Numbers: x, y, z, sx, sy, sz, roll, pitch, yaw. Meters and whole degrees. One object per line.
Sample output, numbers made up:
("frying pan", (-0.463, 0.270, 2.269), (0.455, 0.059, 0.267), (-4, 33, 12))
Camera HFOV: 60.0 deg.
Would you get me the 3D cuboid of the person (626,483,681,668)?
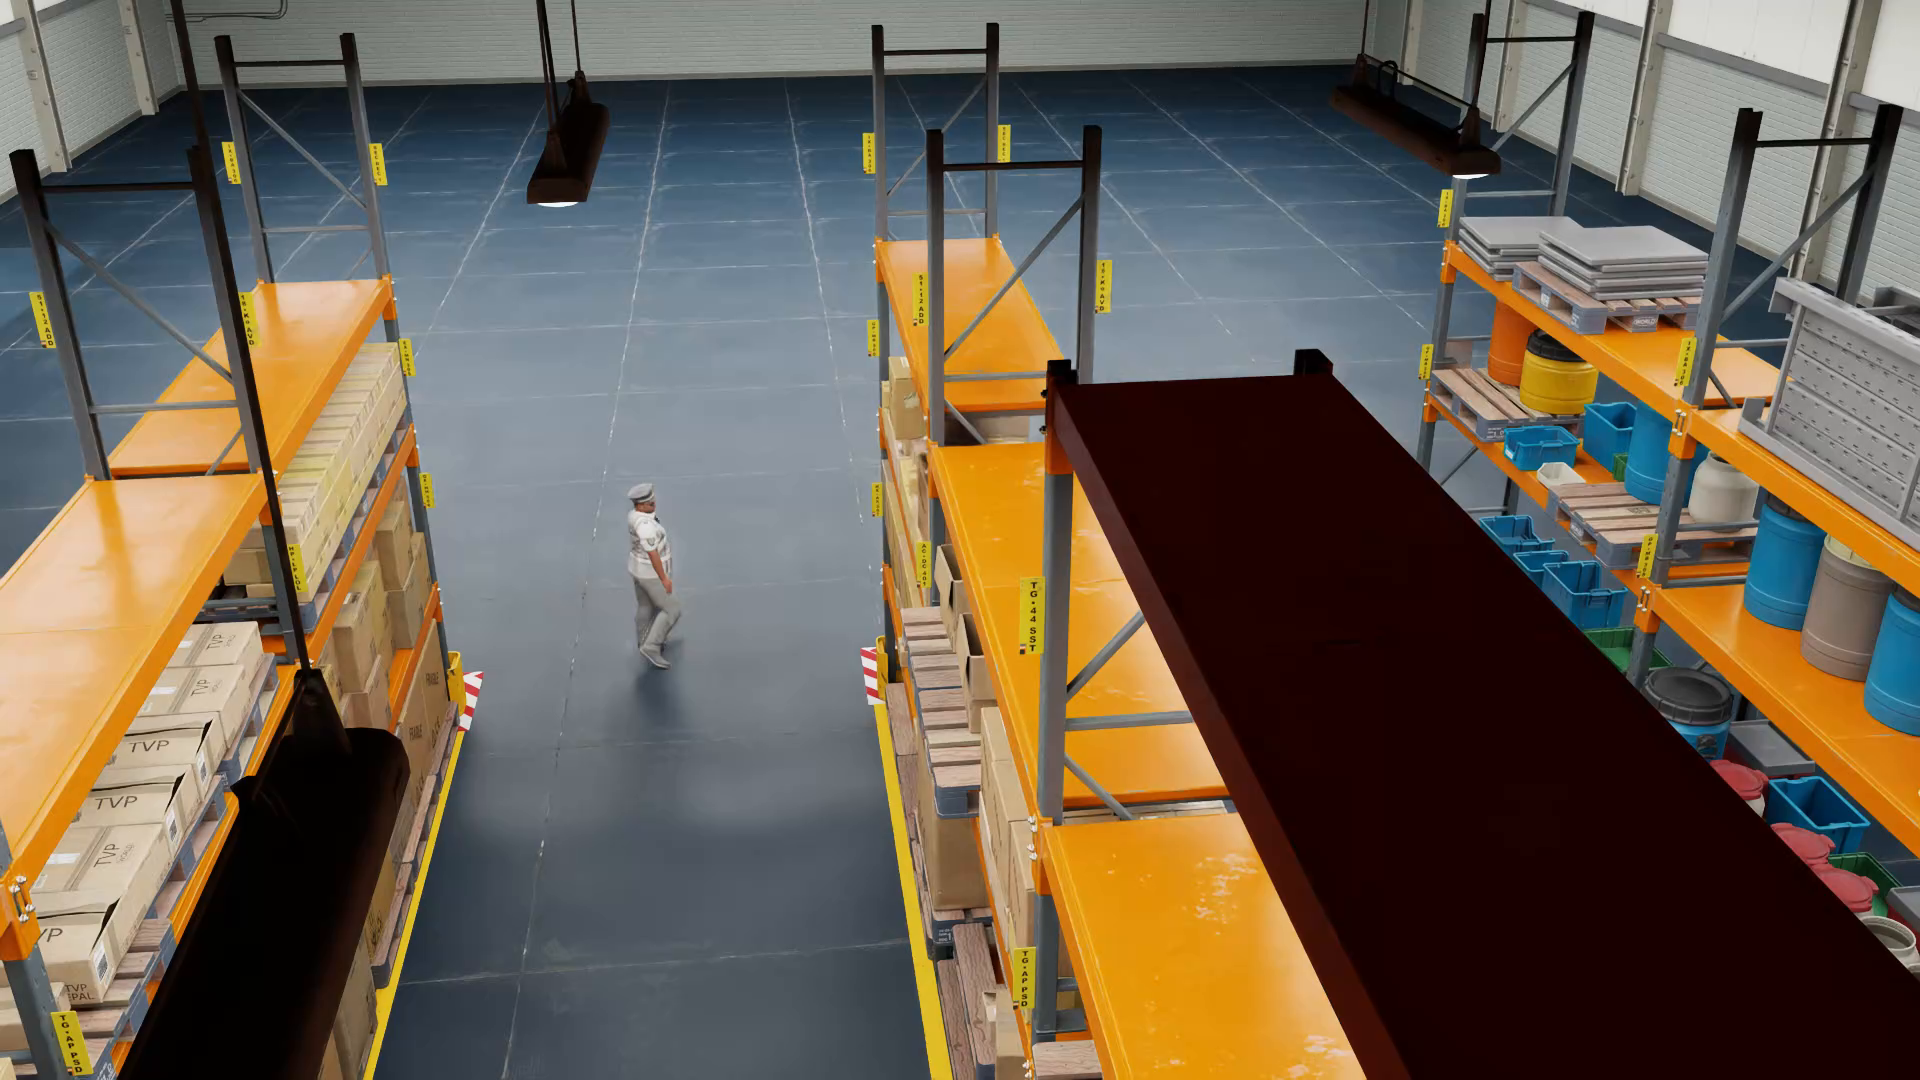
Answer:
("person", (-2.941, 0.324, 15.769), (0.444, 1.780, 0.618), (-15, 29, -28))
